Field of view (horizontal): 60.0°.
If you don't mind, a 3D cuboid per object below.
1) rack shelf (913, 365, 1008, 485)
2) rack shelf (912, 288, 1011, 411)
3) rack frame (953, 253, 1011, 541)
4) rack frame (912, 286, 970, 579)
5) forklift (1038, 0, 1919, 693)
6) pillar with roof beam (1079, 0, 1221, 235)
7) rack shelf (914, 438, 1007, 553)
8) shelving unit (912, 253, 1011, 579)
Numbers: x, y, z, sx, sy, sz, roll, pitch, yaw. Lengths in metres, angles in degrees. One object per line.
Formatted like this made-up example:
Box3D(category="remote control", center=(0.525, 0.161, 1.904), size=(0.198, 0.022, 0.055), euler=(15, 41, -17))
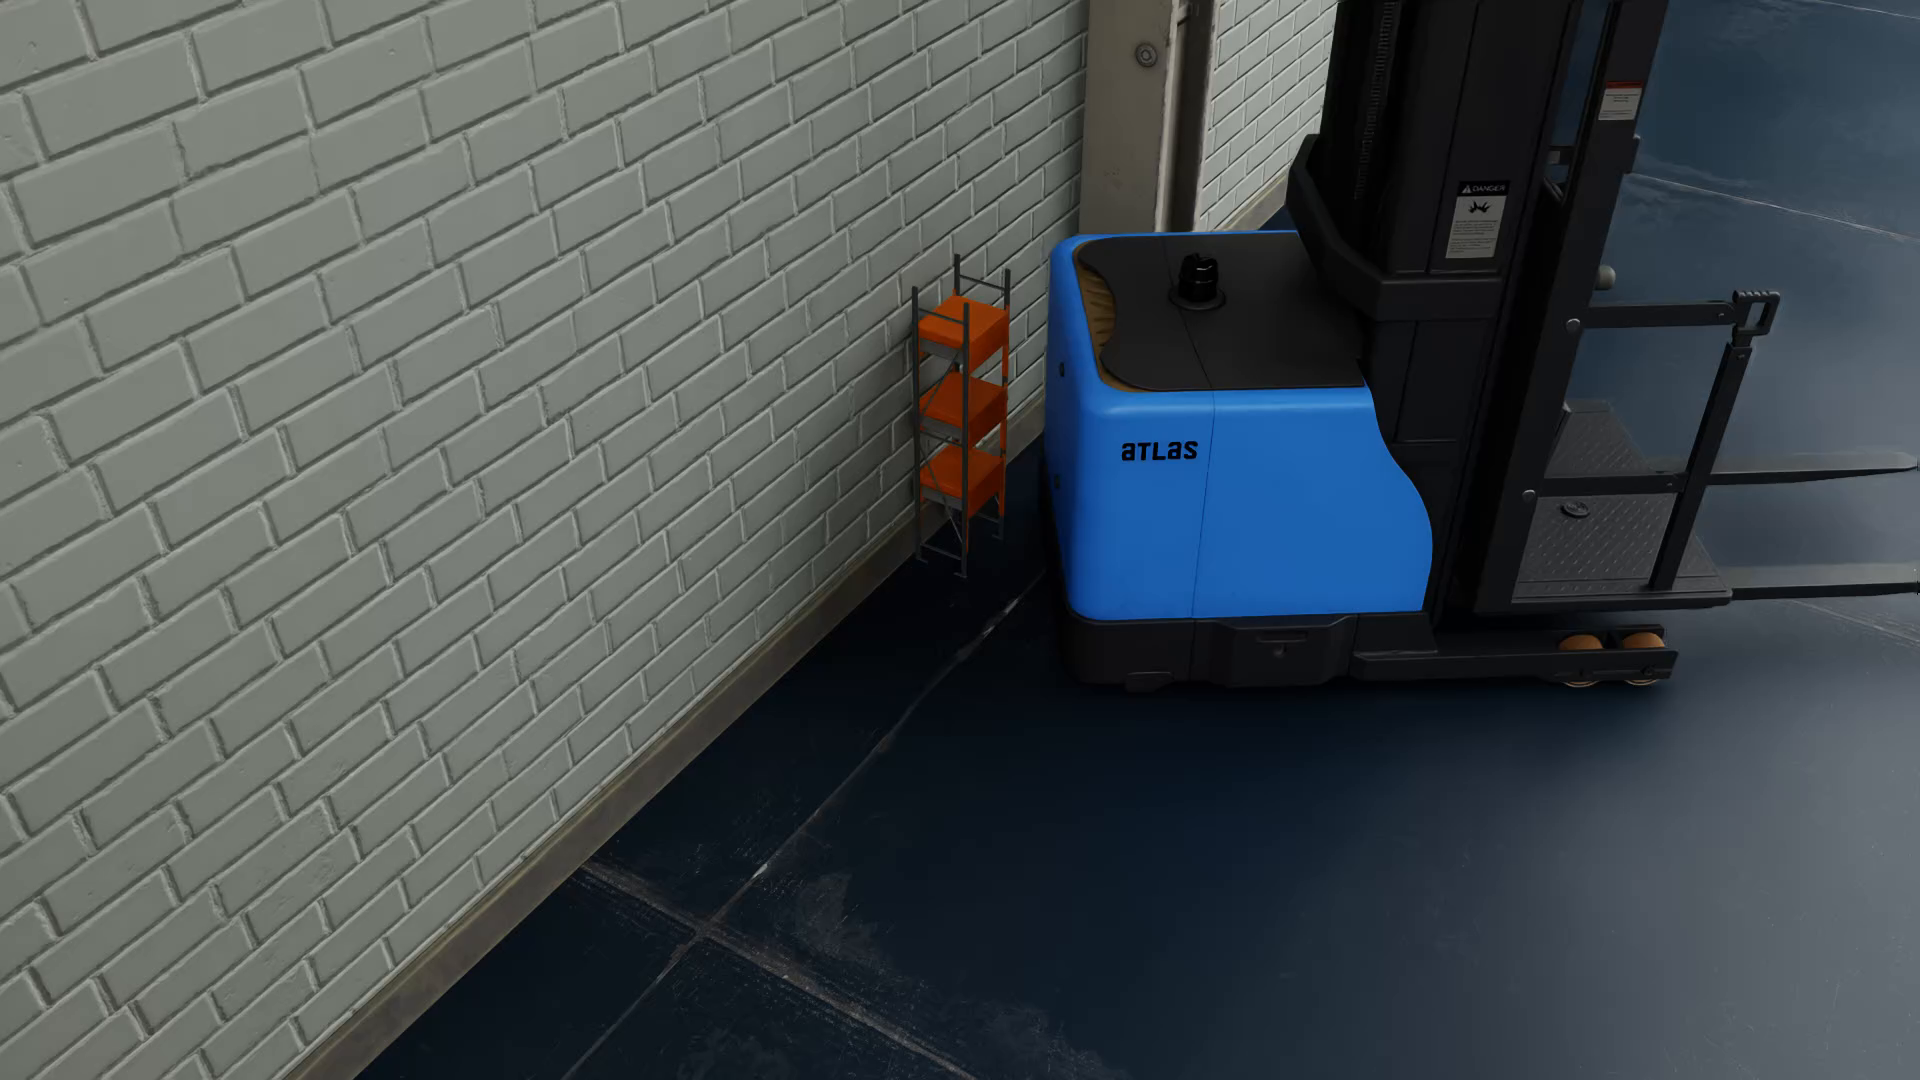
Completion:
Box3D(category="rack shelf", center=(0.003, -0.374, 5.392), size=(0.215, 0.259, 0.240), euler=(21, 42, 24))
Box3D(category="rack shelf", center=(0.004, -0.599, 5.218), size=(0.215, 0.259, 0.240), euler=(21, 42, 24))
Box3D(category="rack frame", center=(0.067, -0.446, 5.468), size=(0.200, 1.050, 0.008), euler=(21, 42, 24))
Box3D(category="rack frame", center=(-0.061, -0.319, 5.303), size=(0.200, 1.050, 0.008), euler=(21, 42, 24))
Box3D(category="forklift", center=(1.806, -1.027, 4.682), size=(3.031, 2.935, 1.130), euler=(-2, 38, -2))
Box3D(category="pillar with roof beam", center=(4.296, -2.768, 1.969), size=(9.100, 9.000, 0.400), euler=(21, 42, 25))
Box3D(category="rack shelf", center=(0.001, -0.155, 5.562), size=(0.215, 0.259, 0.240), euler=(21, 42, 24))
Box3D(category="shelving unit", center=(0.003, -0.383, 5.385), size=(0.215, 1.050, 0.252), euler=(21, 42, 24))
